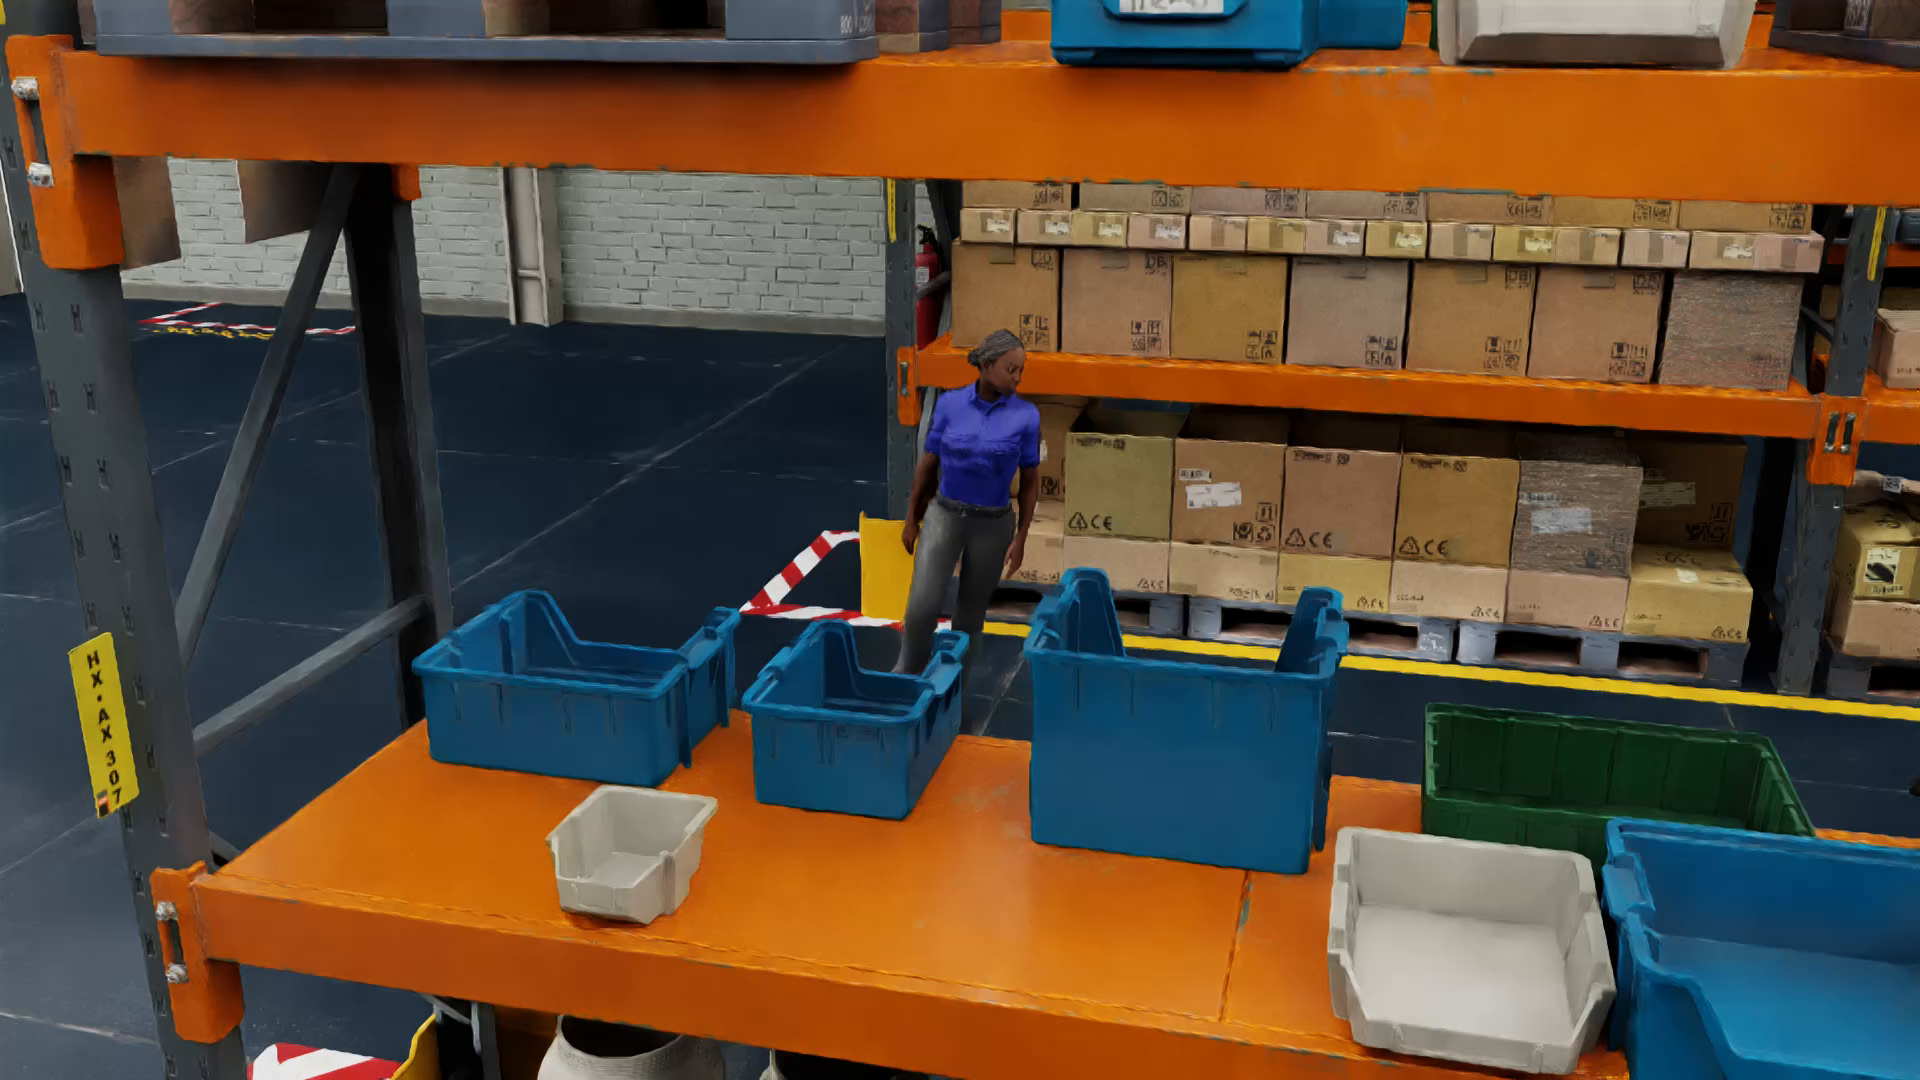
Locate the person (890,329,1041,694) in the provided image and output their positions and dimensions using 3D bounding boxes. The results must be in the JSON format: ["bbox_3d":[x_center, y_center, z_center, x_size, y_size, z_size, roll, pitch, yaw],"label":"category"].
[{"bbox_3d":[-0.022,-0.010,6.573,0.664,1.650,0.427,2,19,7],"label":"person"}]
